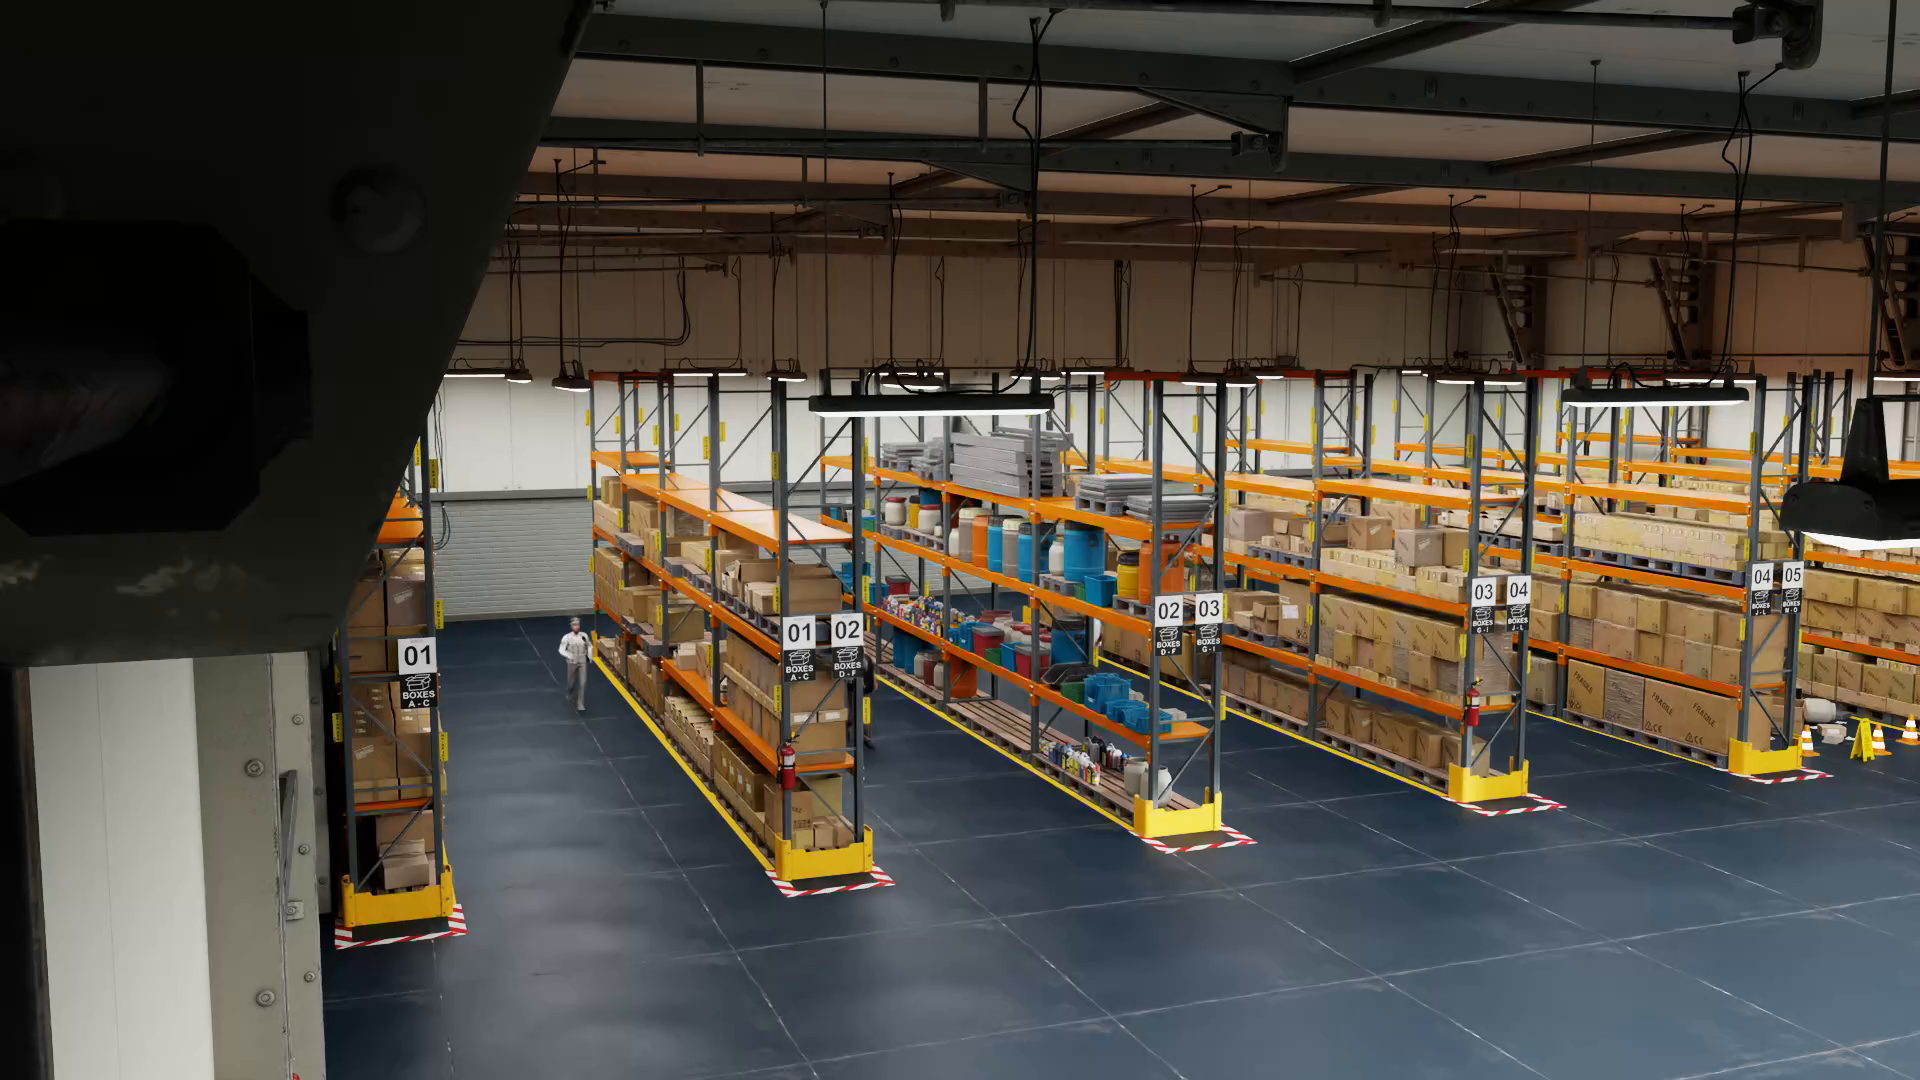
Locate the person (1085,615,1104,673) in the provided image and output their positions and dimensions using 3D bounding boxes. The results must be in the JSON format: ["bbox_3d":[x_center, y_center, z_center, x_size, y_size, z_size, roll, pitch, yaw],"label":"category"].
[{"bbox_3d":[2.309,2.075,30.747,0.678,1.710,0.815,-3,7,-25],"label":"person"}]

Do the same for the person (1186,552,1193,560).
[{"bbox_3d":[5.467,0.994,40.661,0.726,1.595,0.646,-5,8,-36],"label":"person"}]

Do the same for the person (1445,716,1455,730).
[{"bbox_3d":[8.445,2.509,27.749,0.639,1.490,0.747,-4,8,-34],"label":"person"}]

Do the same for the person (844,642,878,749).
[{"bbox_3d":[-1.625,2.481,26.960,0.683,1.725,0.794,-5,8,-36],"label":"person"}]

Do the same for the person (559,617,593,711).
[{"bbox_3d":[-6.846,2.191,29.733,0.625,1.654,0.724,-3,7,-23],"label":"person"}]
